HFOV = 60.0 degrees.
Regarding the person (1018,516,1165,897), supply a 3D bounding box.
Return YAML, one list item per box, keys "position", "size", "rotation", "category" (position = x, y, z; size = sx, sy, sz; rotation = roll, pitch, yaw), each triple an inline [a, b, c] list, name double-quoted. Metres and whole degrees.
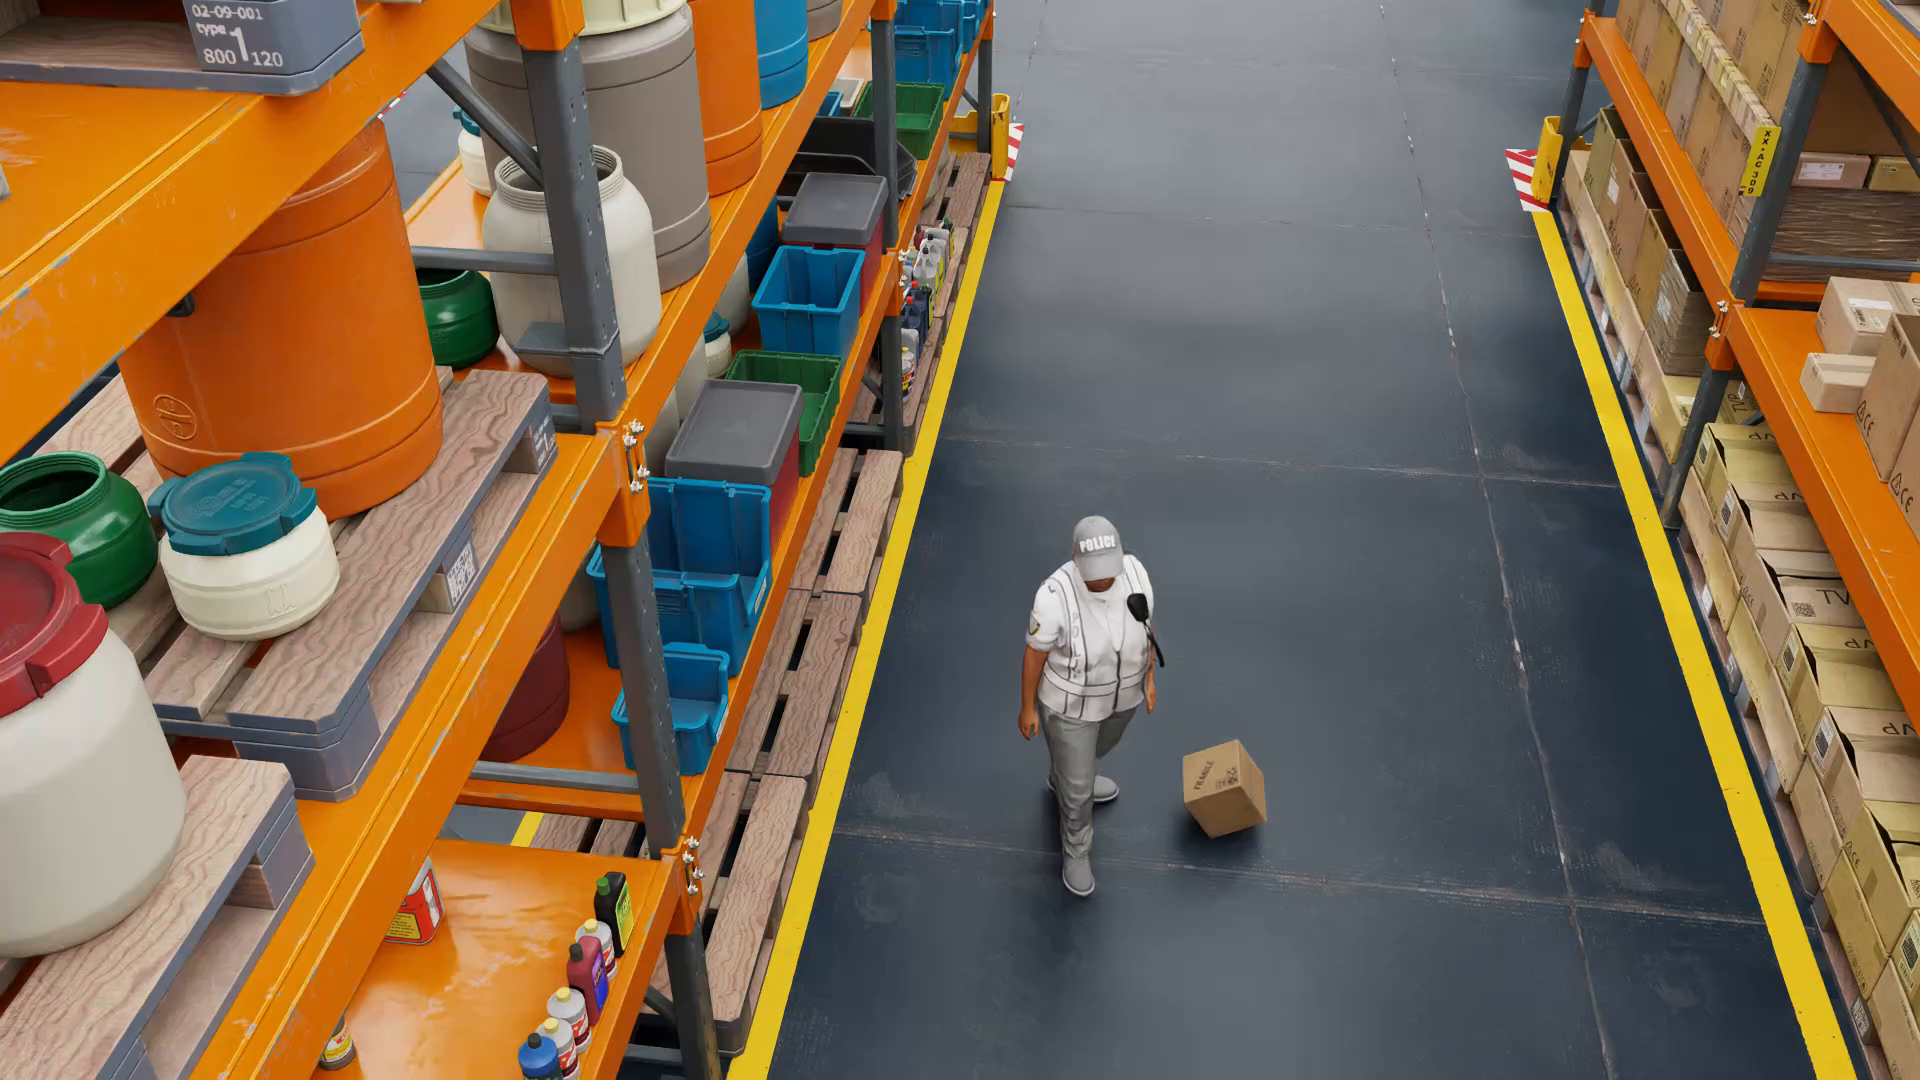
- position: [0.471, 0.549, 6.298]
  size: [0.560, 1.653, 0.597]
  rotation: [-17, 40, -22]
  category: "person"
